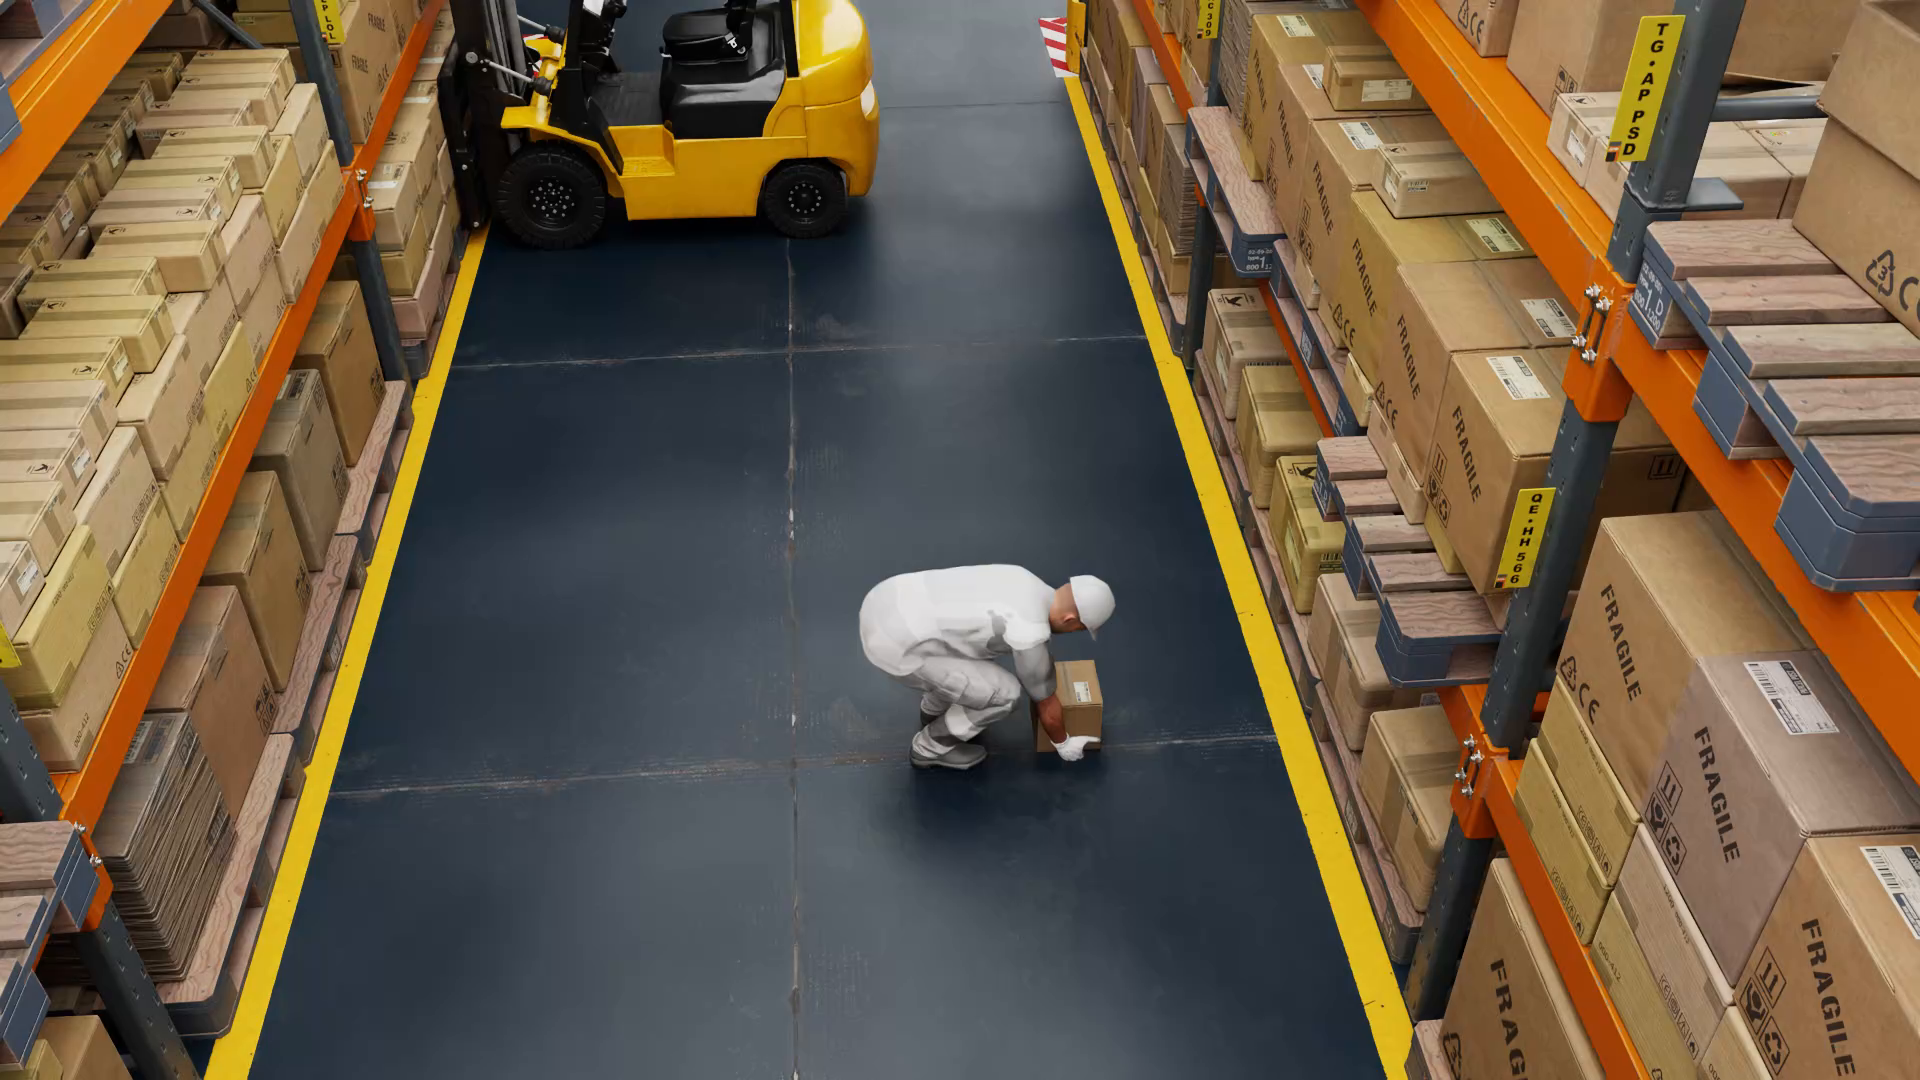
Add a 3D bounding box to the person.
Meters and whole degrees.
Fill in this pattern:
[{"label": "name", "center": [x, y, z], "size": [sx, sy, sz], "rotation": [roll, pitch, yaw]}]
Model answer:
[{"label": "person", "center": [0.106, 0.467, 6.358], "size": [0.966, 0.830, 0.516], "rotation": [-4, 39, -5]}]
